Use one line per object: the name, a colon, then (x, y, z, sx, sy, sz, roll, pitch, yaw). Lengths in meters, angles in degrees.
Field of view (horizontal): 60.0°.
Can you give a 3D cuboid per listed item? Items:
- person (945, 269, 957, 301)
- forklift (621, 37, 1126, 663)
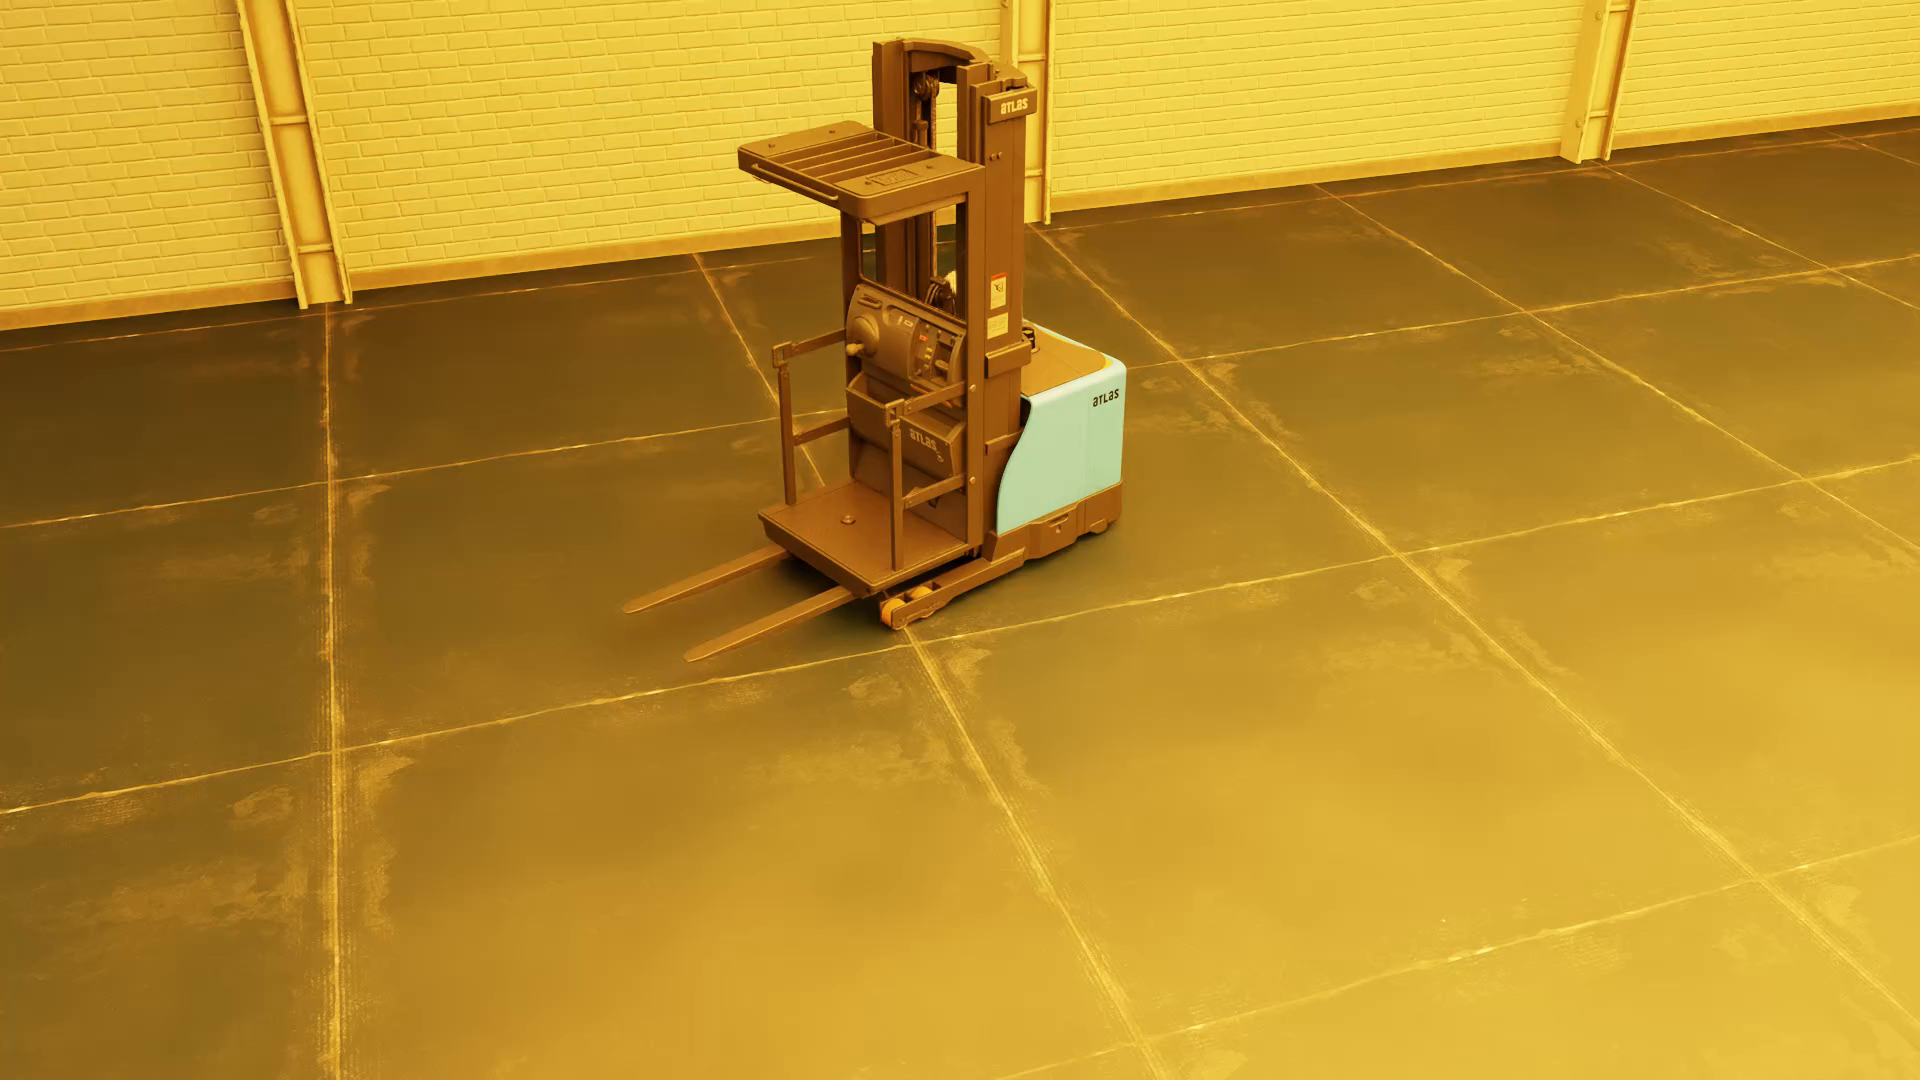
person: (0.063, -1.129, 10.402, 0.810, 1.635, 0.431, -10, 31, -17)
forklift: (-0.461, -1.072, 8.951, 3.031, 2.935, 1.130, -23, 37, -34)
